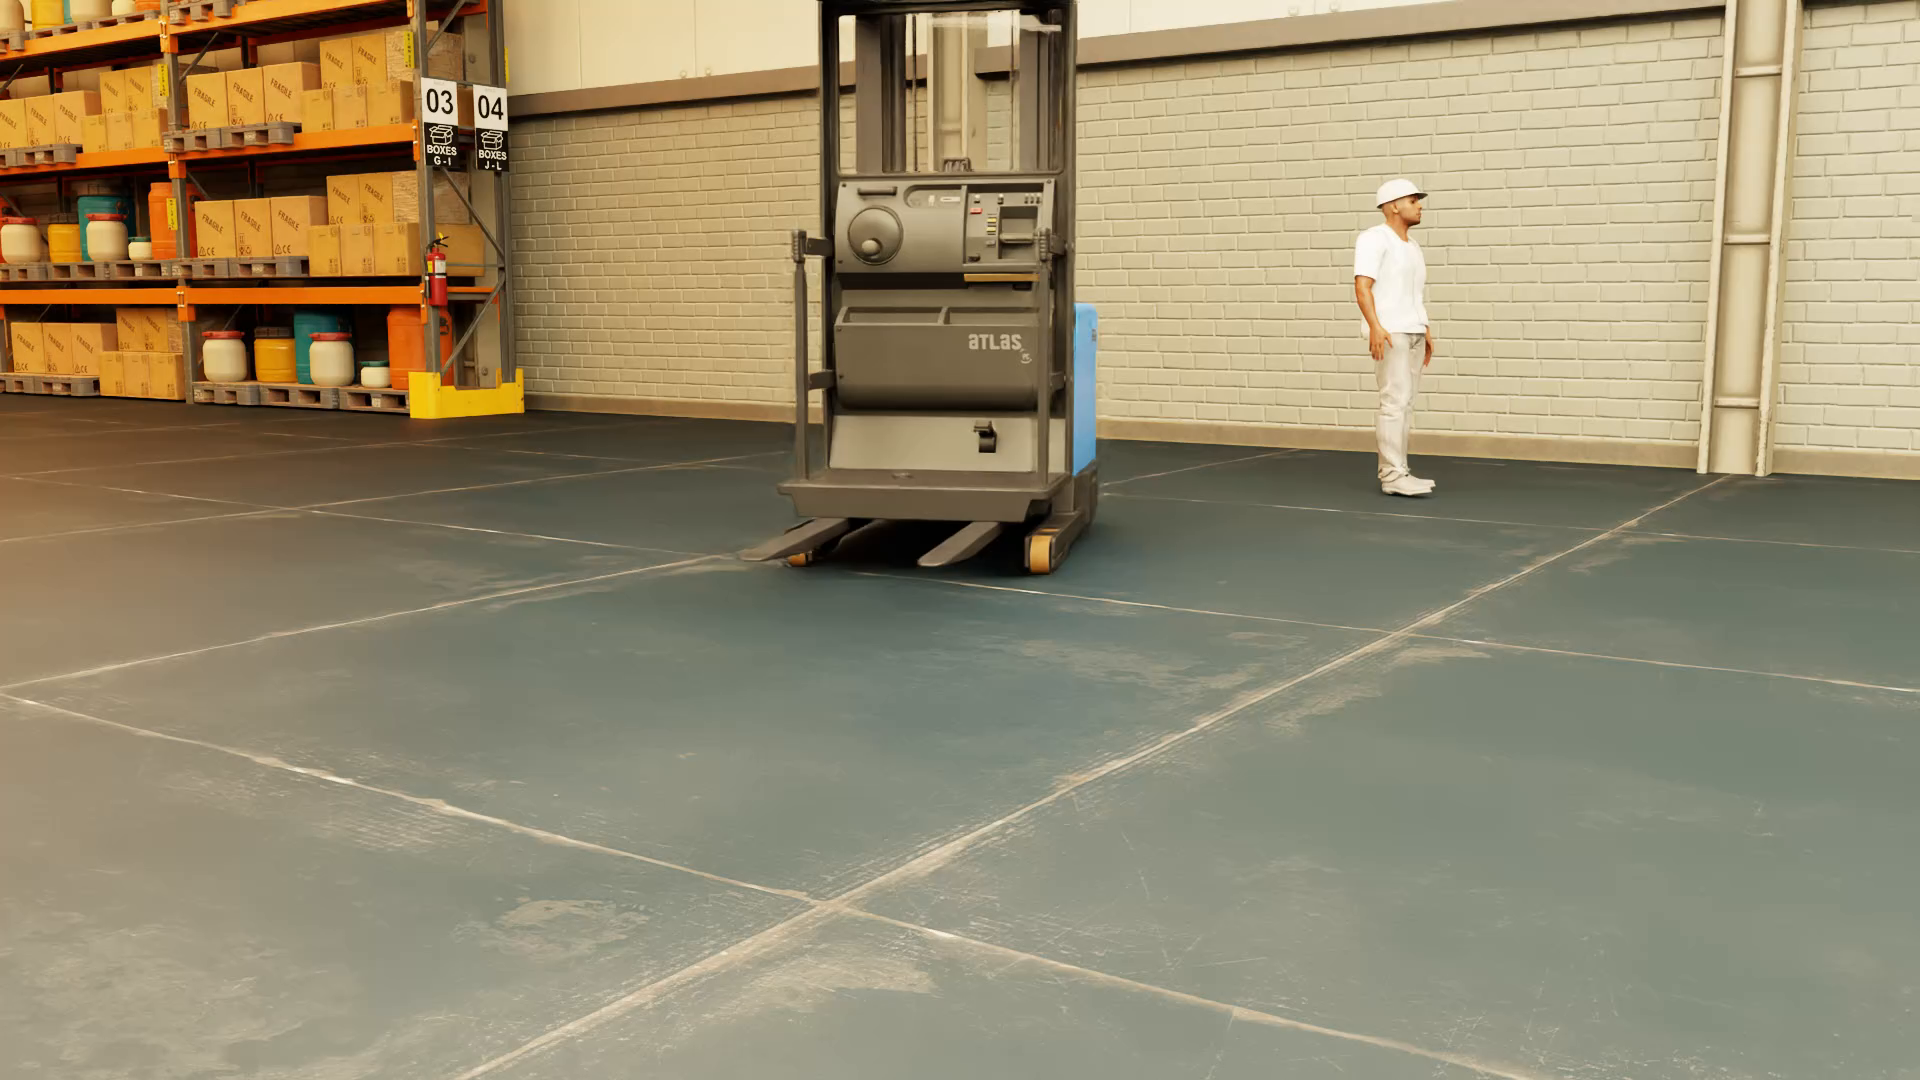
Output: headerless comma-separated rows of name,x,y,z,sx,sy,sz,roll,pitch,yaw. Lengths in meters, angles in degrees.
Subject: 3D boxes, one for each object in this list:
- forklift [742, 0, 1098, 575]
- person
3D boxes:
forklift,-0.106,-1.366,6.796,1.130,2.935,3.031,2,8,11
person,2.555,-1.162,9.460,0.578,1.767,0.671,7,11,41
